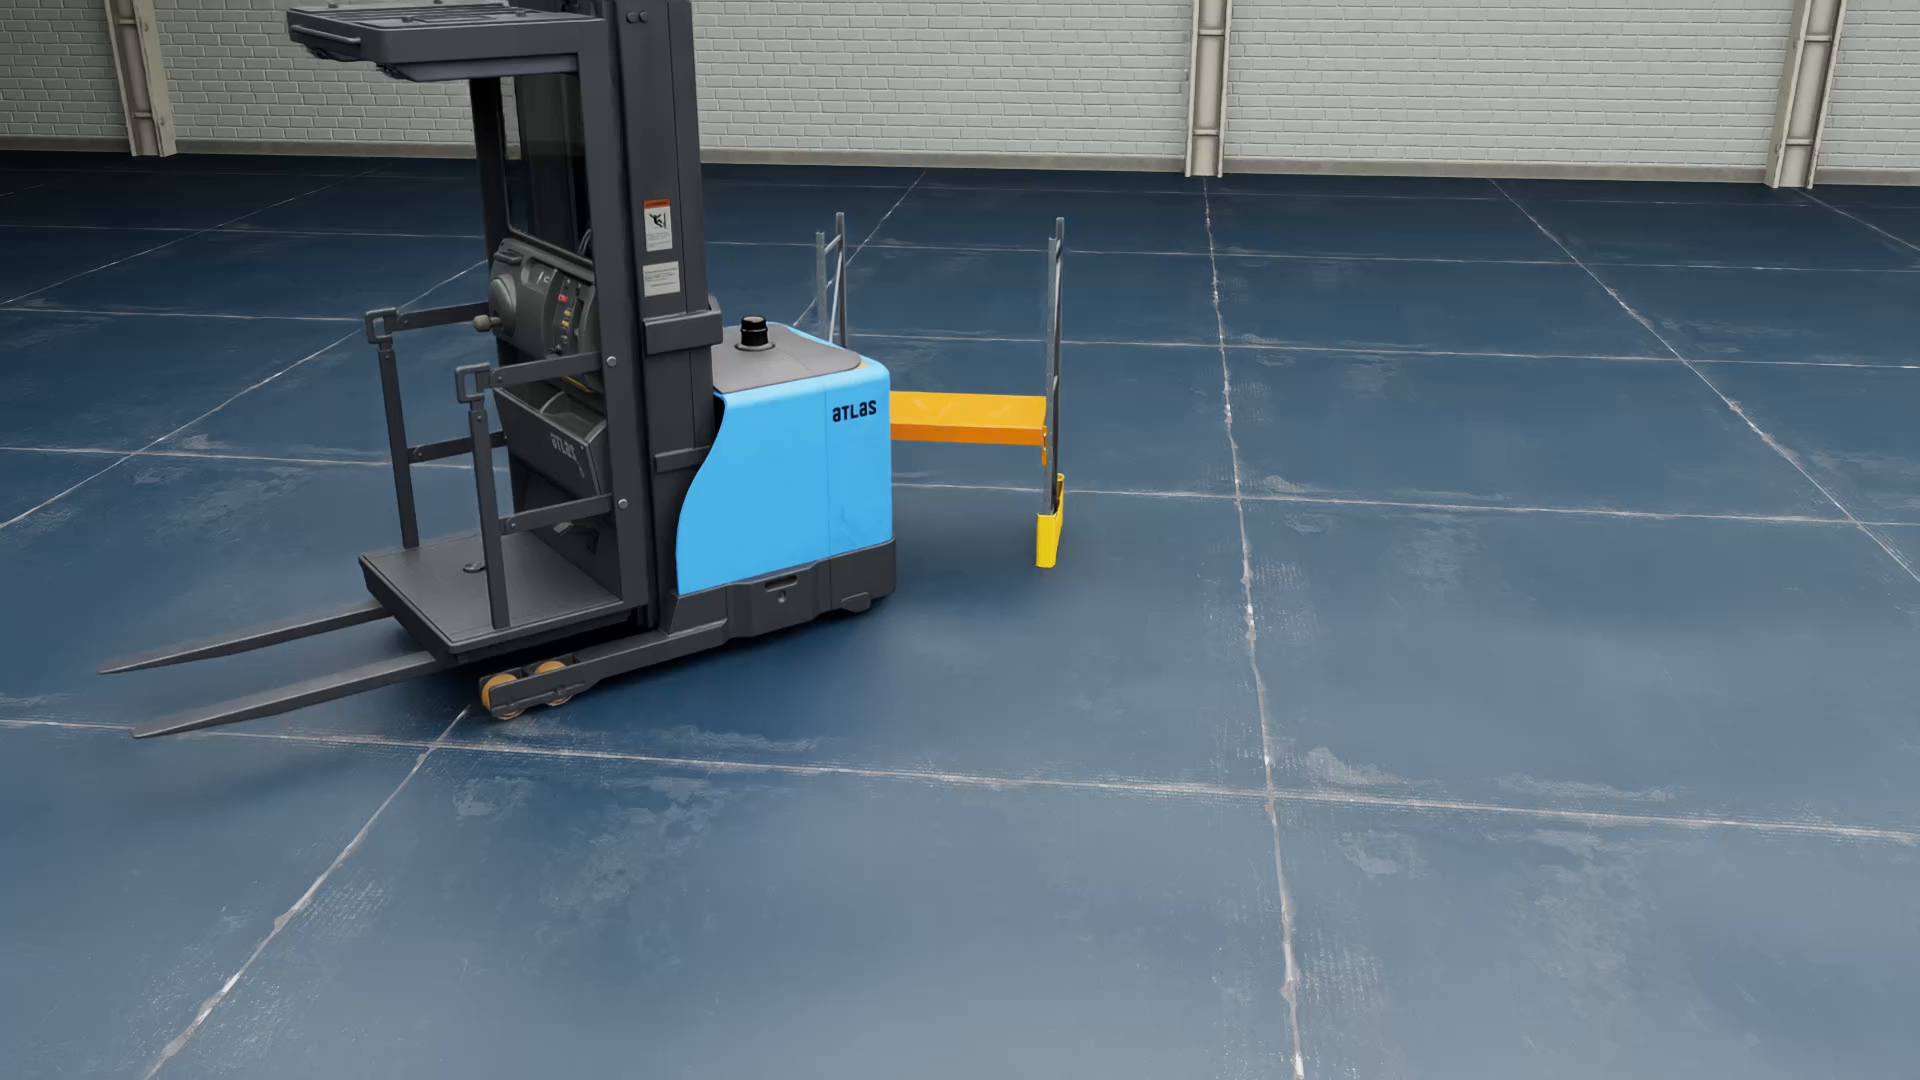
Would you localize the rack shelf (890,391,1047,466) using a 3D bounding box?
[{"bbox_3d":[-0.077,-0.536,7.745,1.000,0.185,0.538,3,22,7],"label":"rack shelf"}]

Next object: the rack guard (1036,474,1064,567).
[{"bbox_3d":[0.426,-0.099,7.850,0.087,0.250,0.587,3,22,7],"label":"rack guard"}]

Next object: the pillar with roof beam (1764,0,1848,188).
[{"bbox_3d":[8.072,-6.288,11.606,0.400,9.000,9.100,2,22,6],"label":"pillar with roof beam"}]

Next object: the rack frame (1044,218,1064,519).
[{"bbox_3d":[0.427,-0.680,7.620,0.032,1.500,0.500,3,22,7],"label":"rack frame"}]

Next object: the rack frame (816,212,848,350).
[{"bbox_3d":[-0.582,-0.726,7.737,0.032,1.500,0.500,3,22,7],"label":"rack frame"}]

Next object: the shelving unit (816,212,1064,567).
[{"bbox_3d":[-0.068,-0.703,7.678,1.083,1.500,0.587,3,22,7],"label":"shelving unit"}]

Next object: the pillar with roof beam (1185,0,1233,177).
[{"bbox_3d":[2.113,-6.548,12.263,0.400,9.000,9.100,2,22,6],"label":"pillar with roof beam"}]

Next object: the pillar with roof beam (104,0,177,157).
[{"bbox_3d":[-9.803,-7.067,13.576,0.400,9.000,9.100,2,22,6],"label":"pillar with roof beam"}]

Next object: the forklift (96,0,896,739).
[{"bbox_3d":[-1.769,-0.910,6.256,3.031,2.935,1.130,-15,26,-33],"label":"forklift"}]
